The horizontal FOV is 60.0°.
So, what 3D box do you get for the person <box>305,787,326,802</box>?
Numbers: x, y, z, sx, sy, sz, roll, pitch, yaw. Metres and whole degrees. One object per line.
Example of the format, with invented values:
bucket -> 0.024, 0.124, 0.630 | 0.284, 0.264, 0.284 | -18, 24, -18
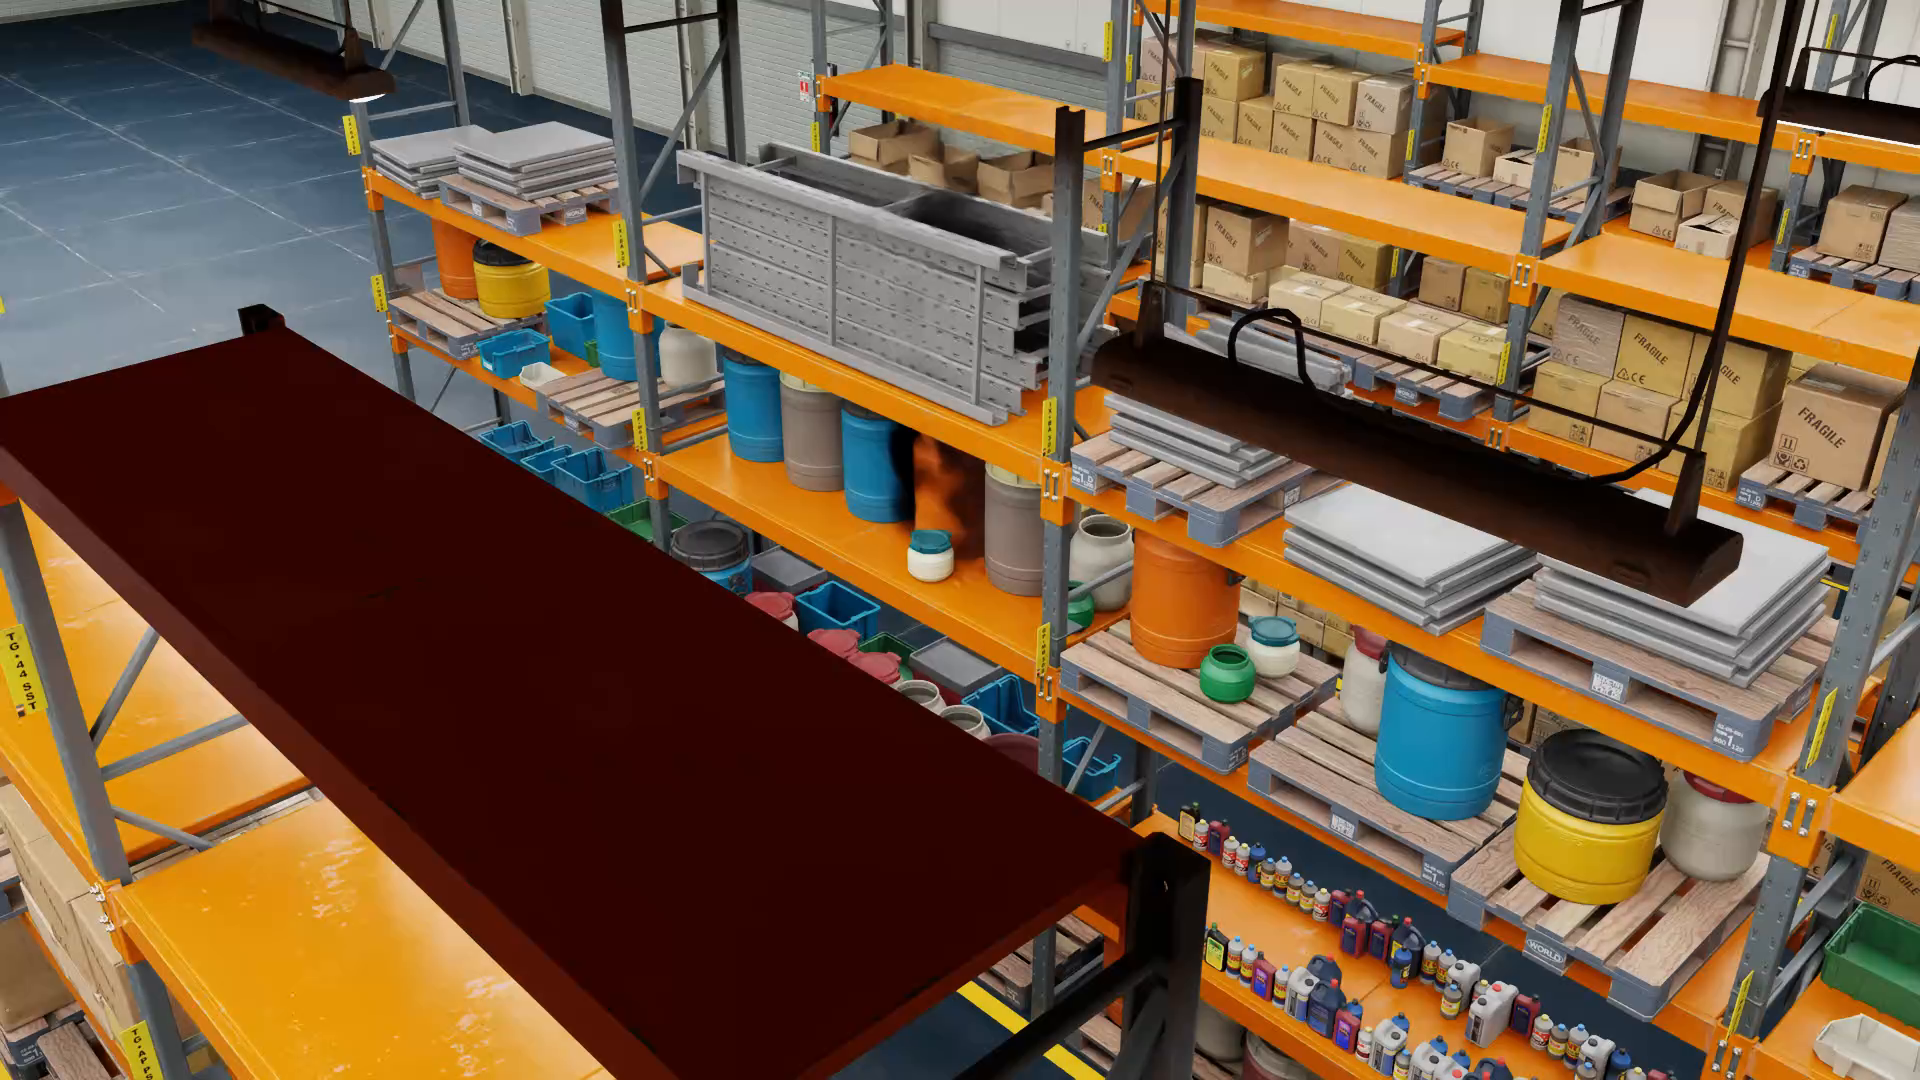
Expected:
person -> -4.248, 1.747, 11.161 | 0.705, 1.745, 0.533 | -22, 35, -35
